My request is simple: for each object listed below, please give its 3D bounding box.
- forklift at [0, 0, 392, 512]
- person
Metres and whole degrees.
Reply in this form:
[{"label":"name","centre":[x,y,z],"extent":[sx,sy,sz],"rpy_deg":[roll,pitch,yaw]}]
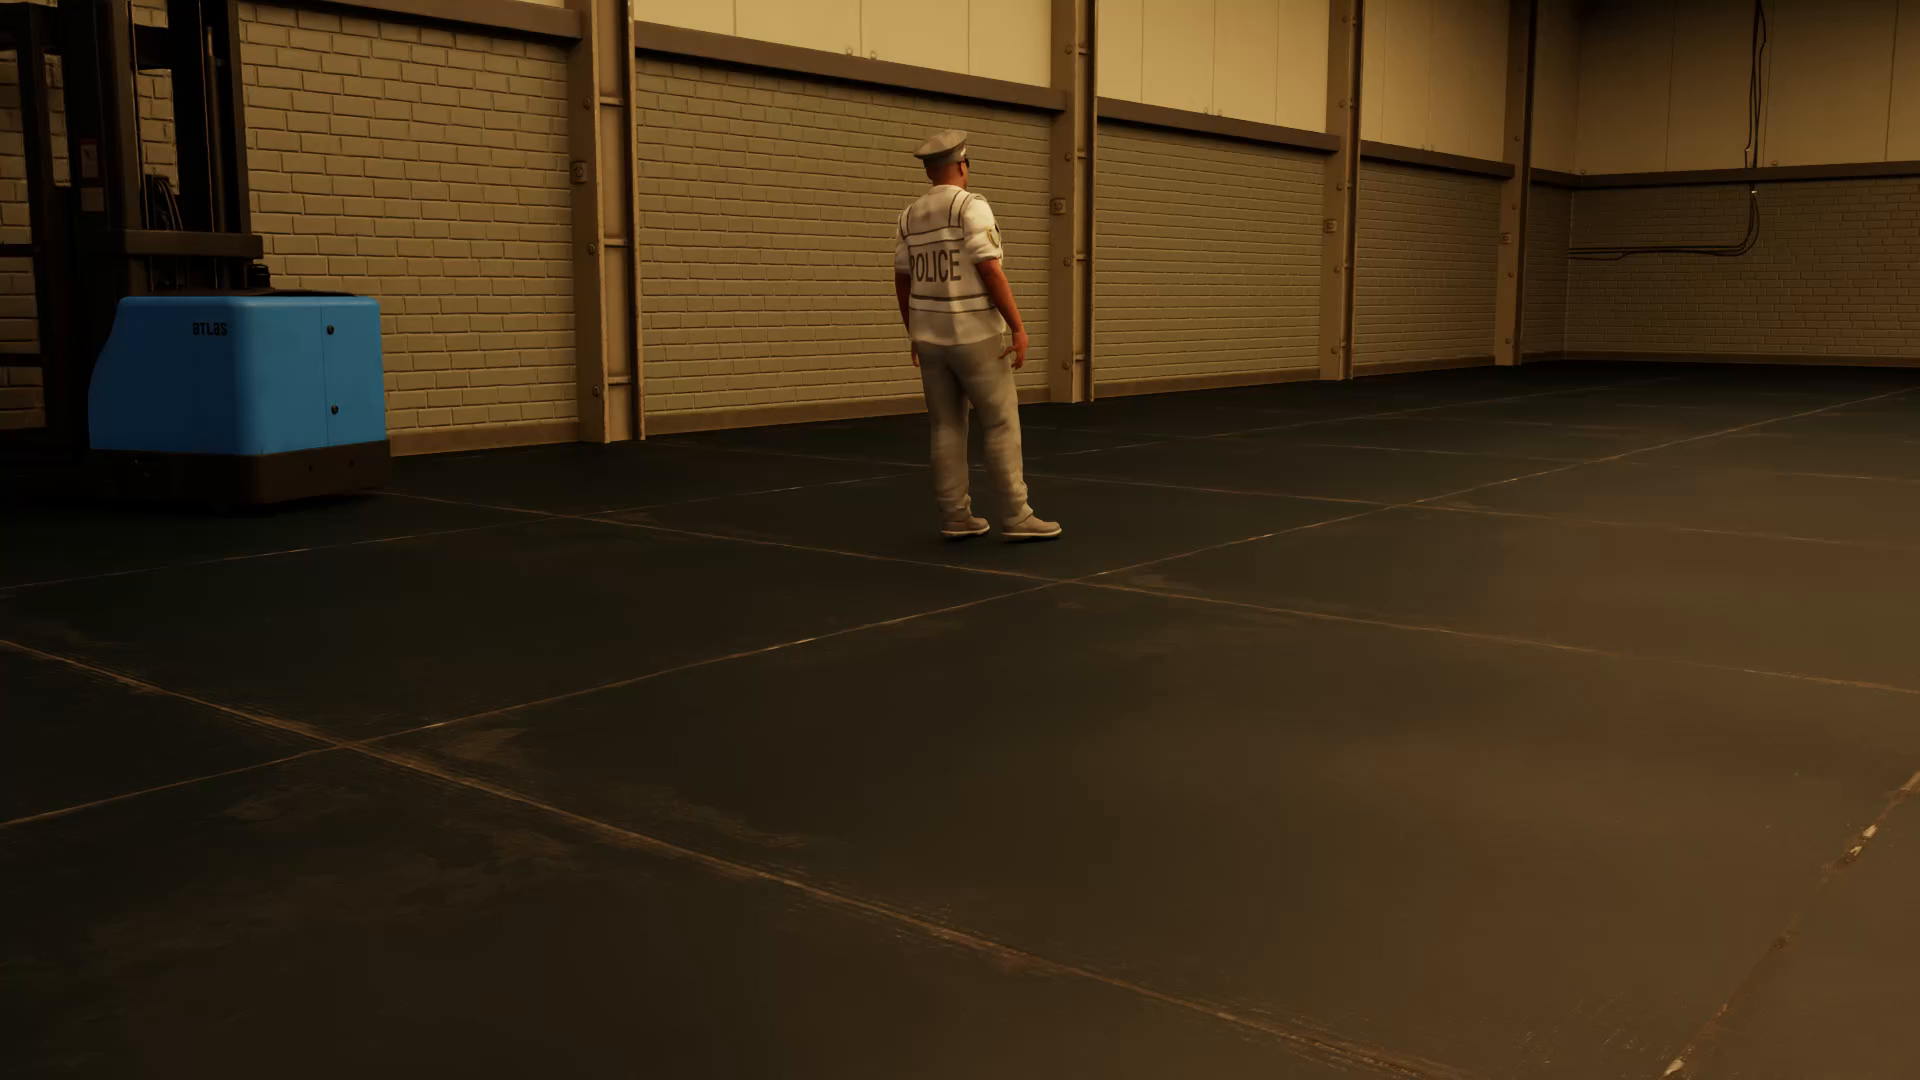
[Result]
[{"label":"forklift","centre":[-4.638,-1.695,8.862],"extent":[3.031,2.935,1.130],"rpy_deg":[3,9,20]},{"label":"person","centre":[0.058,-0.897,7.328],"extent":[0.641,1.780,0.574],"rpy_deg":[7,11,38]}]
